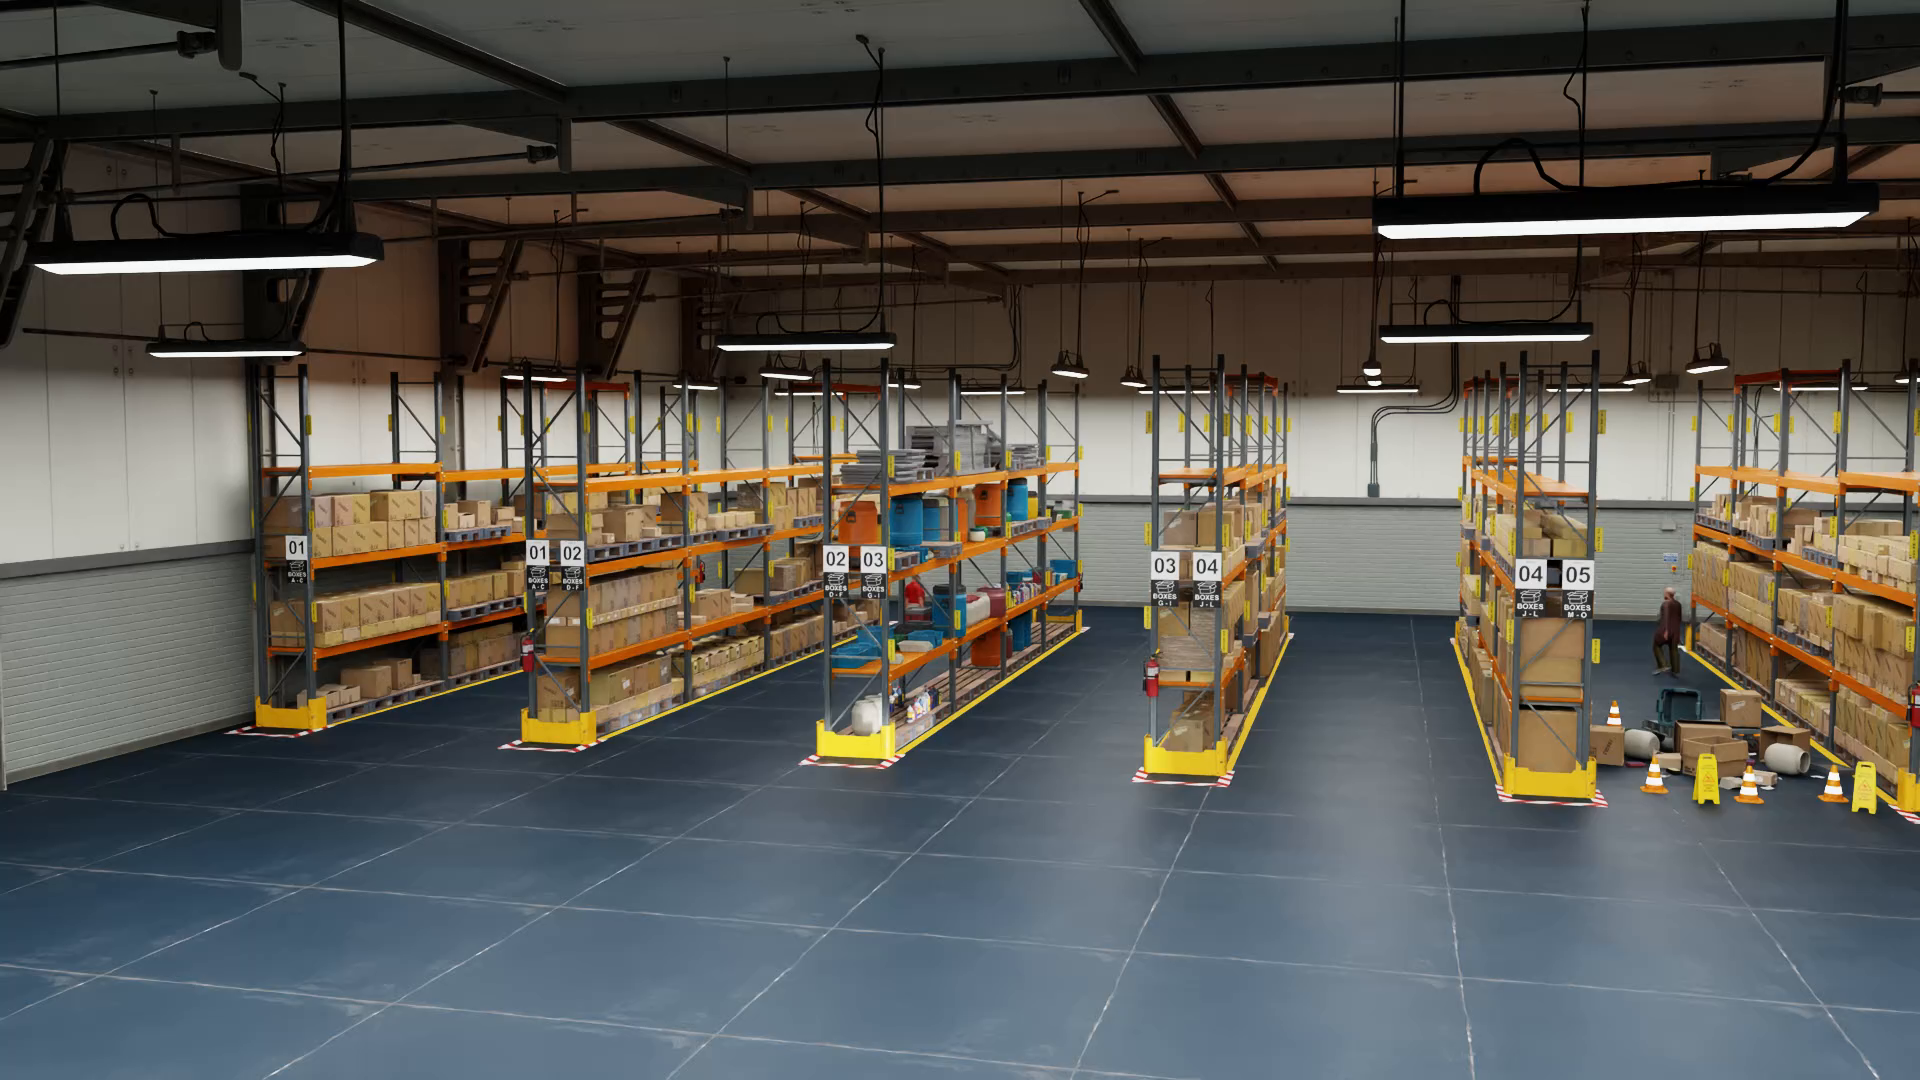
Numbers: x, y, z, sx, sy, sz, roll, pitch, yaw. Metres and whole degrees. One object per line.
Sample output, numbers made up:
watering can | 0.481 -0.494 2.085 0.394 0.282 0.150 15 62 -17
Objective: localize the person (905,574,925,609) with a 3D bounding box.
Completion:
person | -1.019 1.590 37.042 0.528 1.724 0.573 -4 5 -43

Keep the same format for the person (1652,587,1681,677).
person | 14.128 1.830 33.032 0.584 1.771 0.594 -1 4 -12
